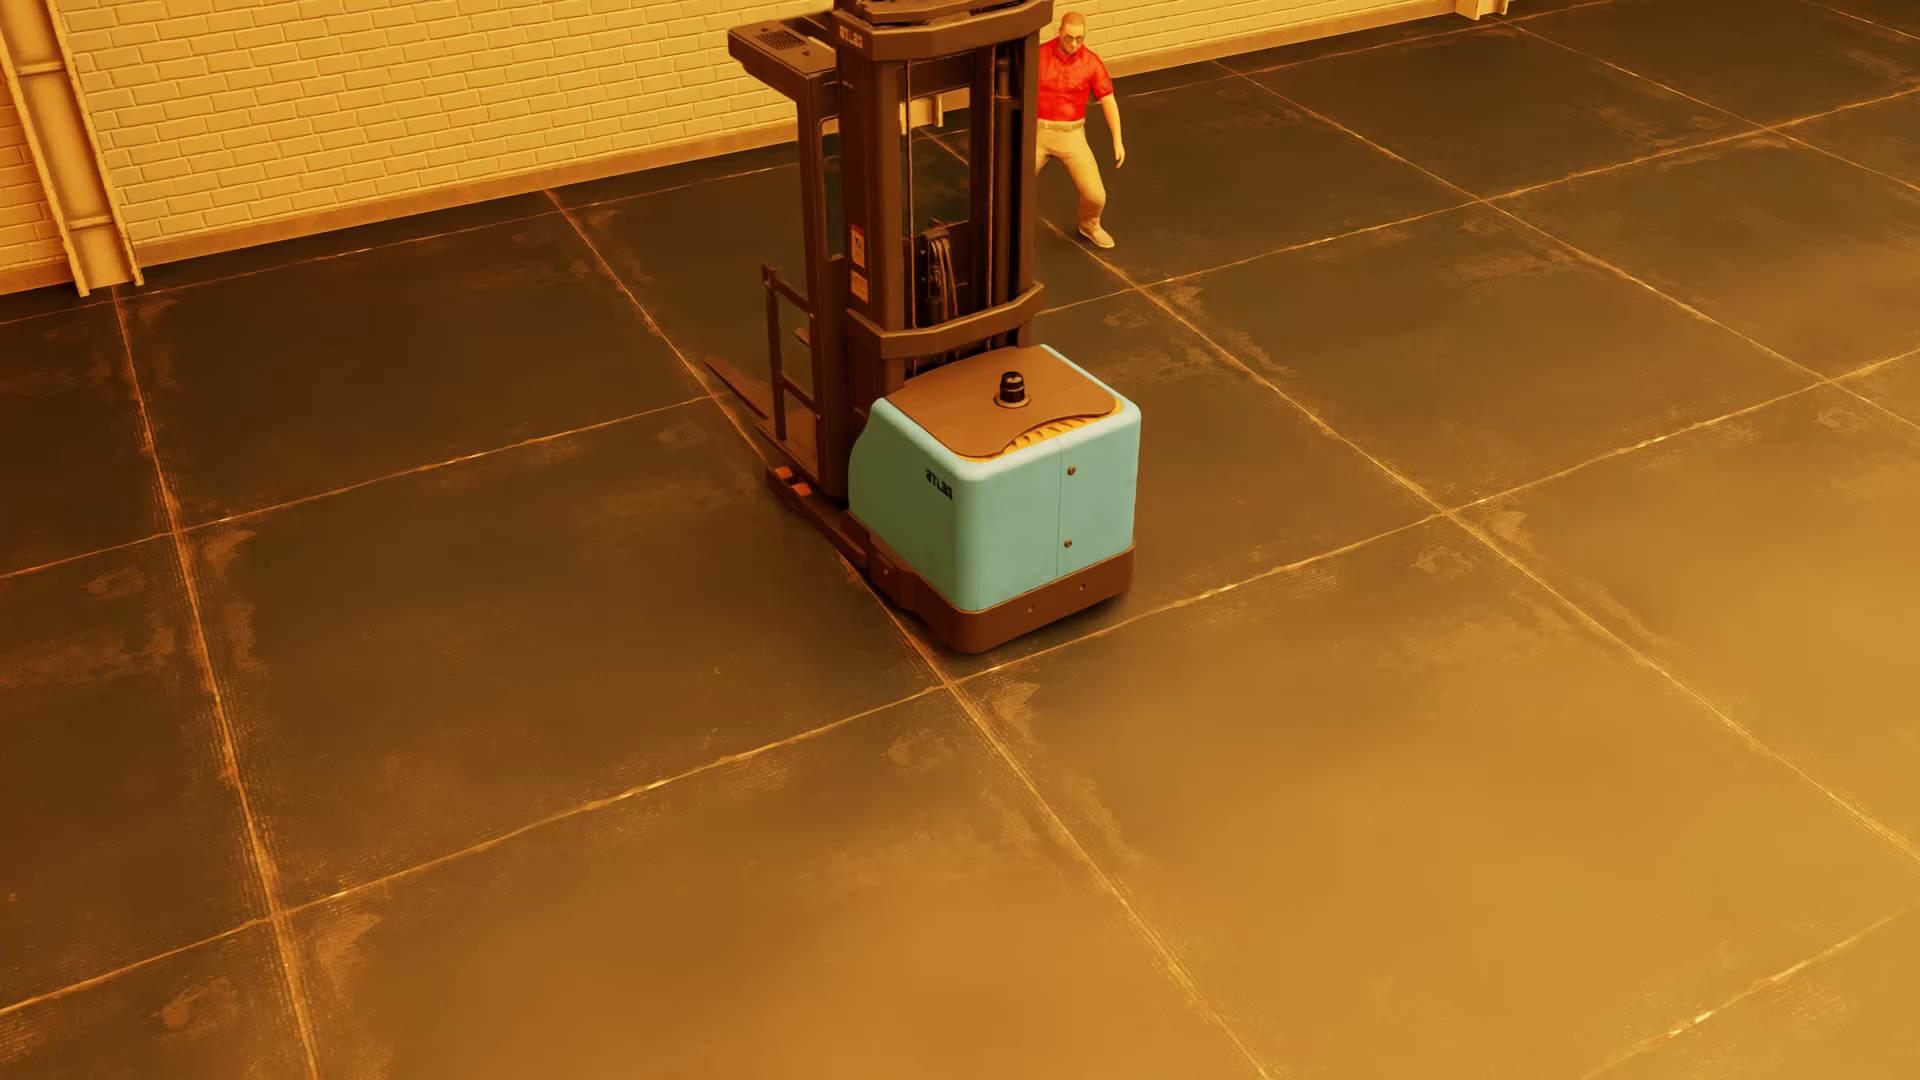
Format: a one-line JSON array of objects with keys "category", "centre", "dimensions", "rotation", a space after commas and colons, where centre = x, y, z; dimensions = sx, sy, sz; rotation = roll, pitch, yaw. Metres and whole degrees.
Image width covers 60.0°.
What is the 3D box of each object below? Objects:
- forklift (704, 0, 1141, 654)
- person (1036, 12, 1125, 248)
[{"category": "forklift", "centre": [-0.387, -1.475, 8.210], "dimensions": [1.130, 2.935, 3.031], "rotation": [-21, 40, -27]}, {"category": "person", "centre": [0.648, -2.706, 11.099], "dimensions": [0.934, 1.633, 0.563], "rotation": [7, 36, 10]}]
